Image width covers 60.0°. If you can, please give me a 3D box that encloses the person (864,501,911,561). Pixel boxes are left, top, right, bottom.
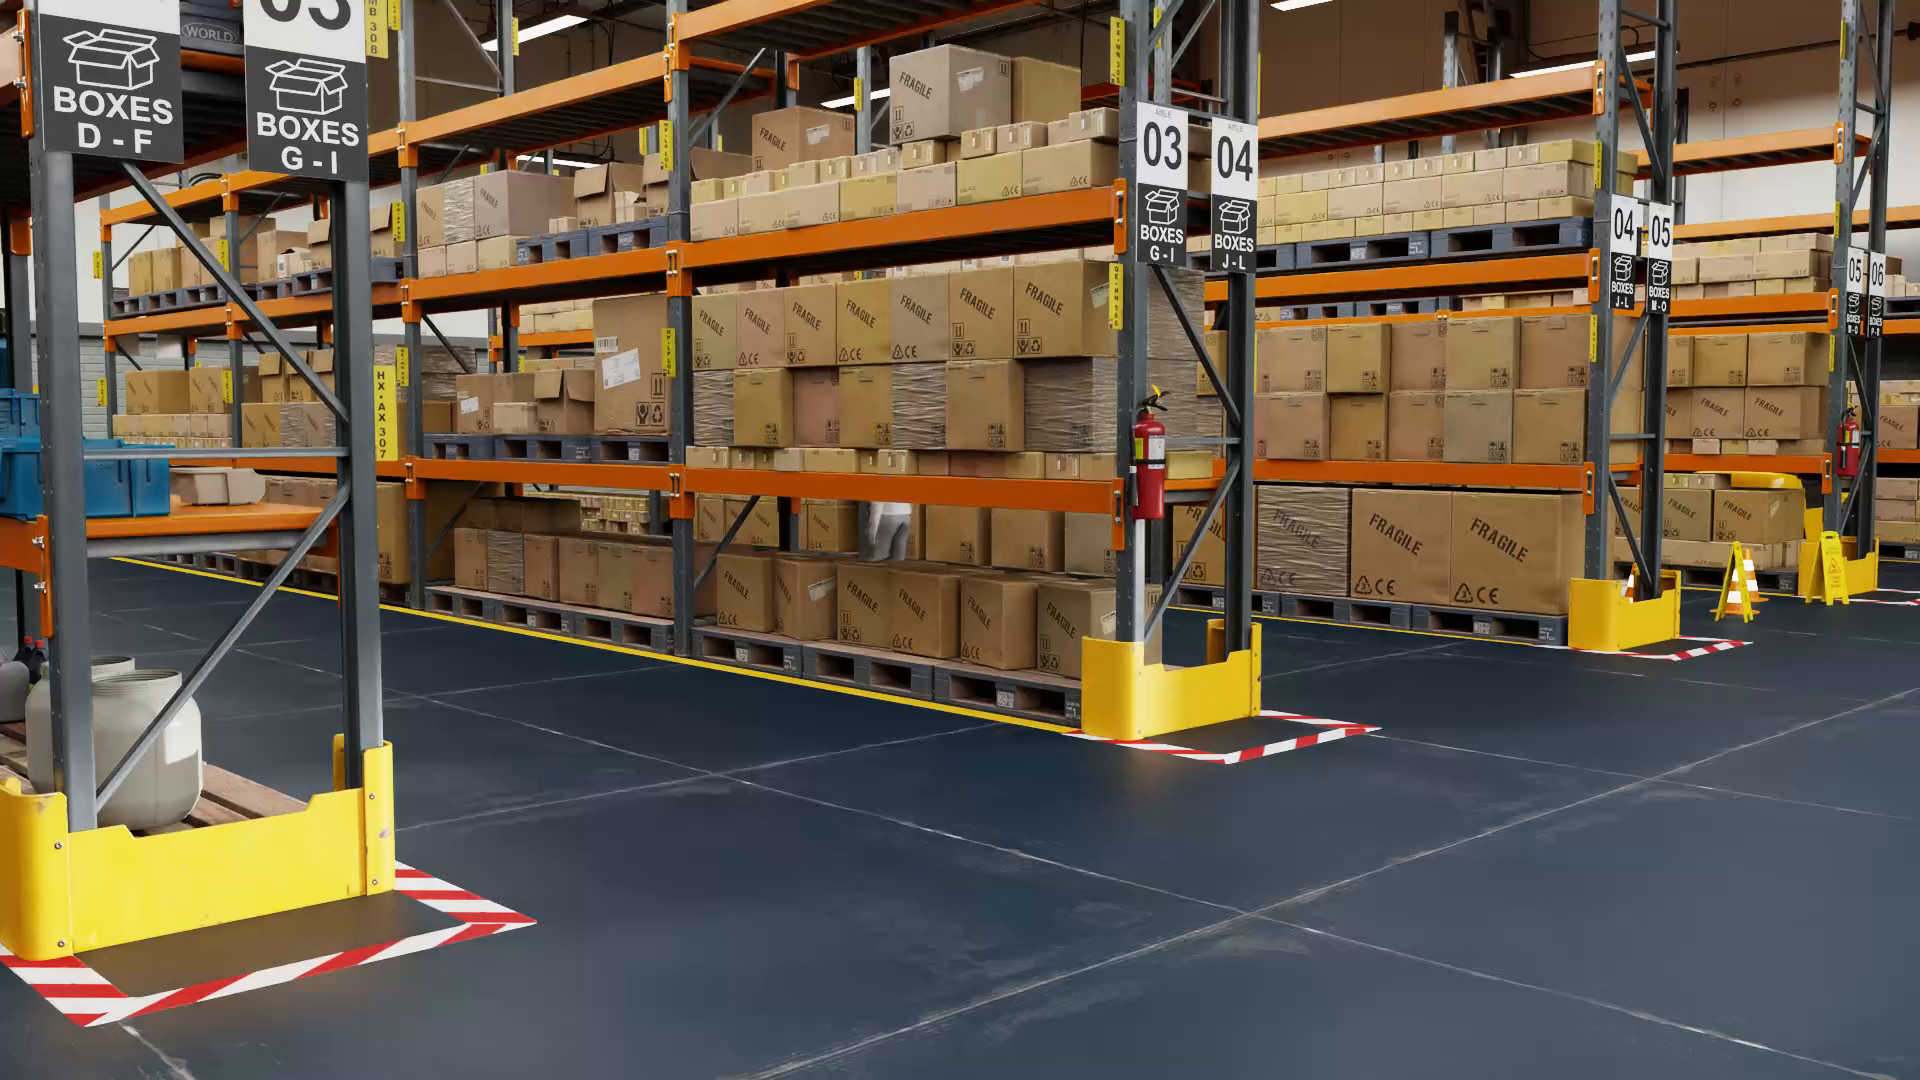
[{"bbox_3d":[-0.561,-0.110,12.800,0.335,1.729,0.495,3,5,32],"label":"person"}]
